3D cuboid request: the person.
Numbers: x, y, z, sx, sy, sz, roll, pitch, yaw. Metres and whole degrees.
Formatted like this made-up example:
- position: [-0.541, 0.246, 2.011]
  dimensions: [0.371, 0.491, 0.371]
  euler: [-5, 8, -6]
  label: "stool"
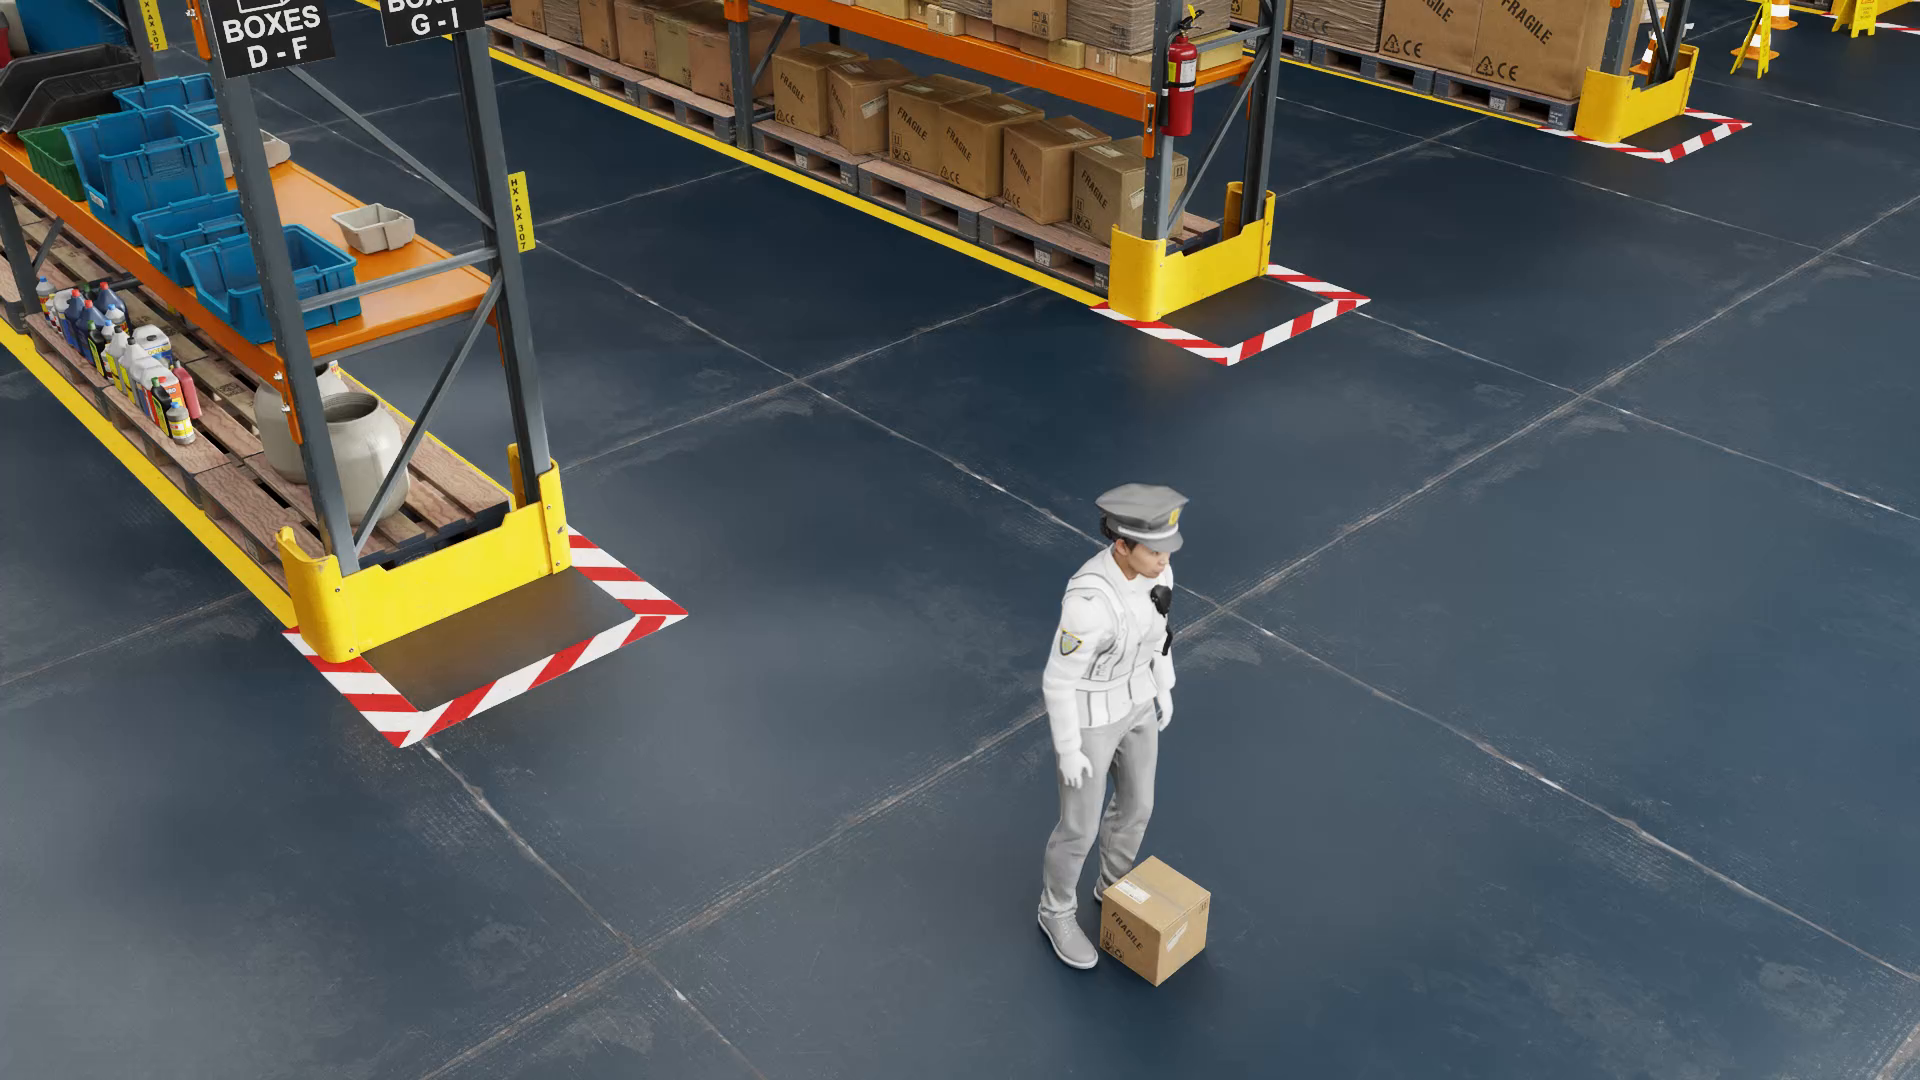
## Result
- position: [0.488, 0.564, 5.227]
  dimensions: [0.540, 1.663, 0.405]
  euler: [-27, 41, -36]
  label: "person"
